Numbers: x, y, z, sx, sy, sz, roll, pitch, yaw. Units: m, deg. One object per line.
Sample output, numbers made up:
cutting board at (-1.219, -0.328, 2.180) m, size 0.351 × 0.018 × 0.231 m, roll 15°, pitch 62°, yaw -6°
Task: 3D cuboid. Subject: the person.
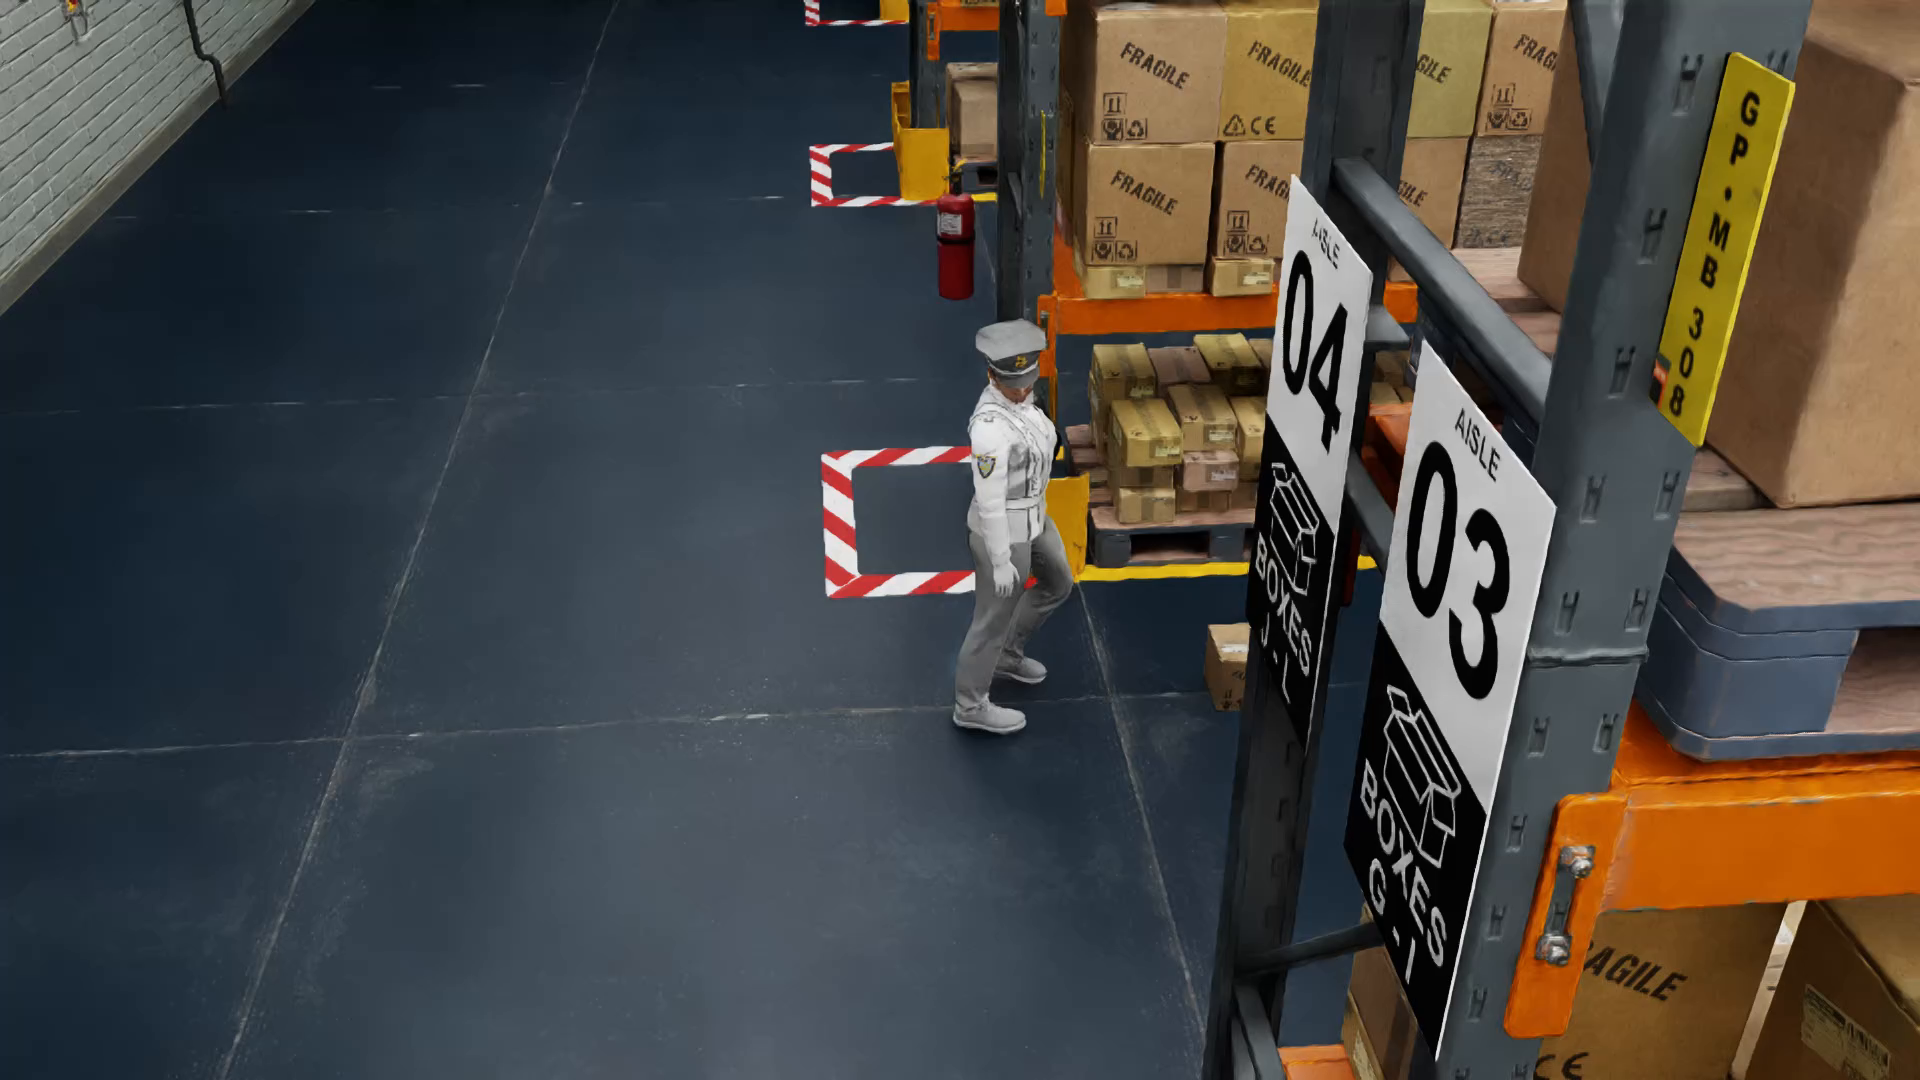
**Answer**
person at (0.205, -0.039, 6.172) m, size 0.440 × 1.656 × 0.541 m, roll 4°, pitch 31°, yaw 6°
